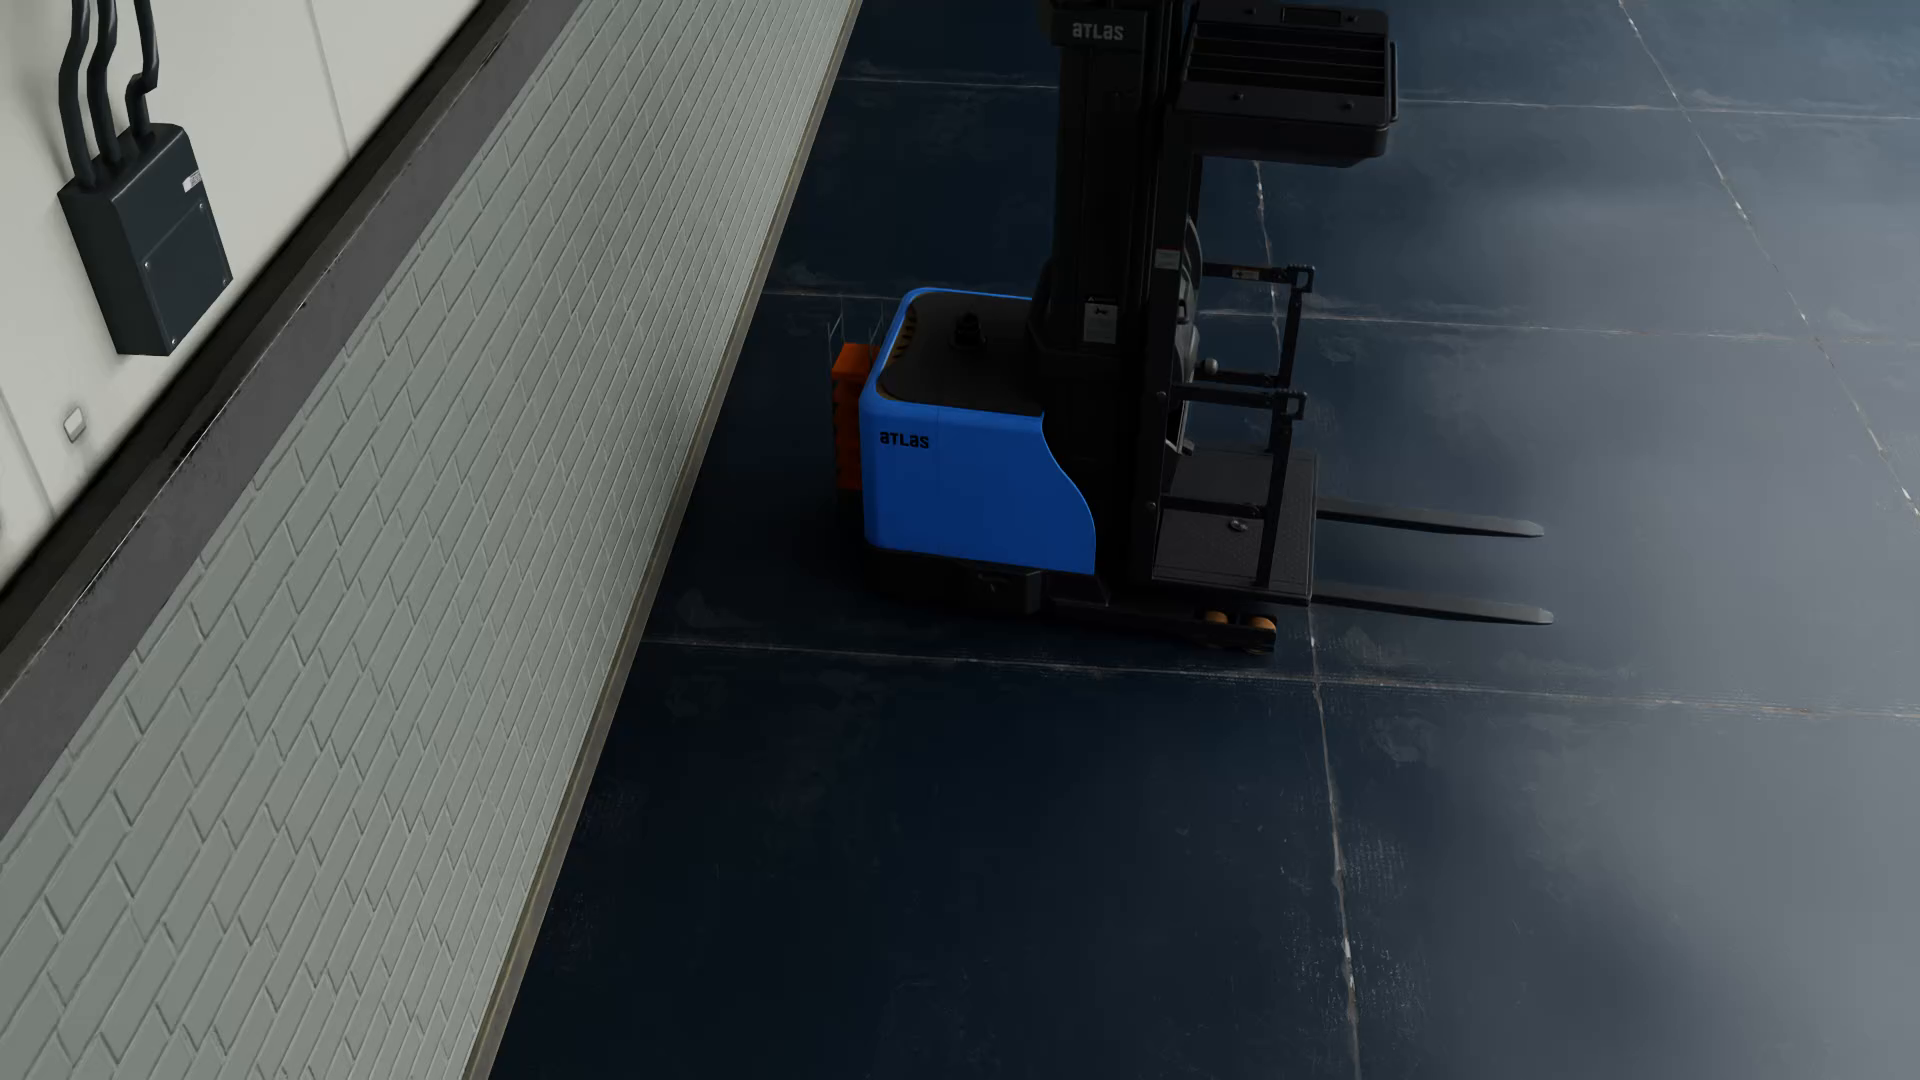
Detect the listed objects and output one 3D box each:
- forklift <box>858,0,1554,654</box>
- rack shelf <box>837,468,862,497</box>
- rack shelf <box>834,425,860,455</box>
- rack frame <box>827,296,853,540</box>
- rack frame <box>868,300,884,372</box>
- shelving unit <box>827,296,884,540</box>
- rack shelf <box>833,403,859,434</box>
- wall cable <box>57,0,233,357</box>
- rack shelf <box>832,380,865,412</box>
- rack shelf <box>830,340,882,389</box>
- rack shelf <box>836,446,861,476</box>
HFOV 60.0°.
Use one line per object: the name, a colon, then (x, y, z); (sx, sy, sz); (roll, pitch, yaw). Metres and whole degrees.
forklift: (1.127, -1.002, 6.830); (3.031, 2.935, 1.130); (7, 40, 9)
rack shelf: (-0.457, -0.307, 7.798); (0.180, 0.103, 0.258); (7, 40, 9)
rack shelf: (-0.457, -0.493, 7.646); (0.180, 0.103, 0.258); (7, 40, 9)
rack frame: (-0.547, -0.539, 7.632); (0.006, 1.200, 0.240); (7, 40, 9)
rack frame: (-0.367, -0.516, 7.604); (0.006, 1.200, 0.240); (7, 40, 9)
shelving unit: (-0.457, -0.528, 7.618); (0.189, 1.200, 0.258); (7, 40, 9)
rack shelf: (-0.457, -0.586, 7.571); (0.180, 0.103, 0.258); (7, 40, 9)
wall cable: (-1.506, -3.418, 2.297); (0.169, 6.003, 2.305); (3, 39, 4)
rack shelf: (-0.457, -0.679, 7.495); (0.180, 0.103, 0.258); (7, 40, 9)
rack shelf: (-0.457, -0.772, 7.419); (0.180, 0.103, 0.258); (7, 40, 9)
rack shelf: (-0.457, -0.400, 7.722); (0.180, 0.103, 0.258); (7, 40, 9)
